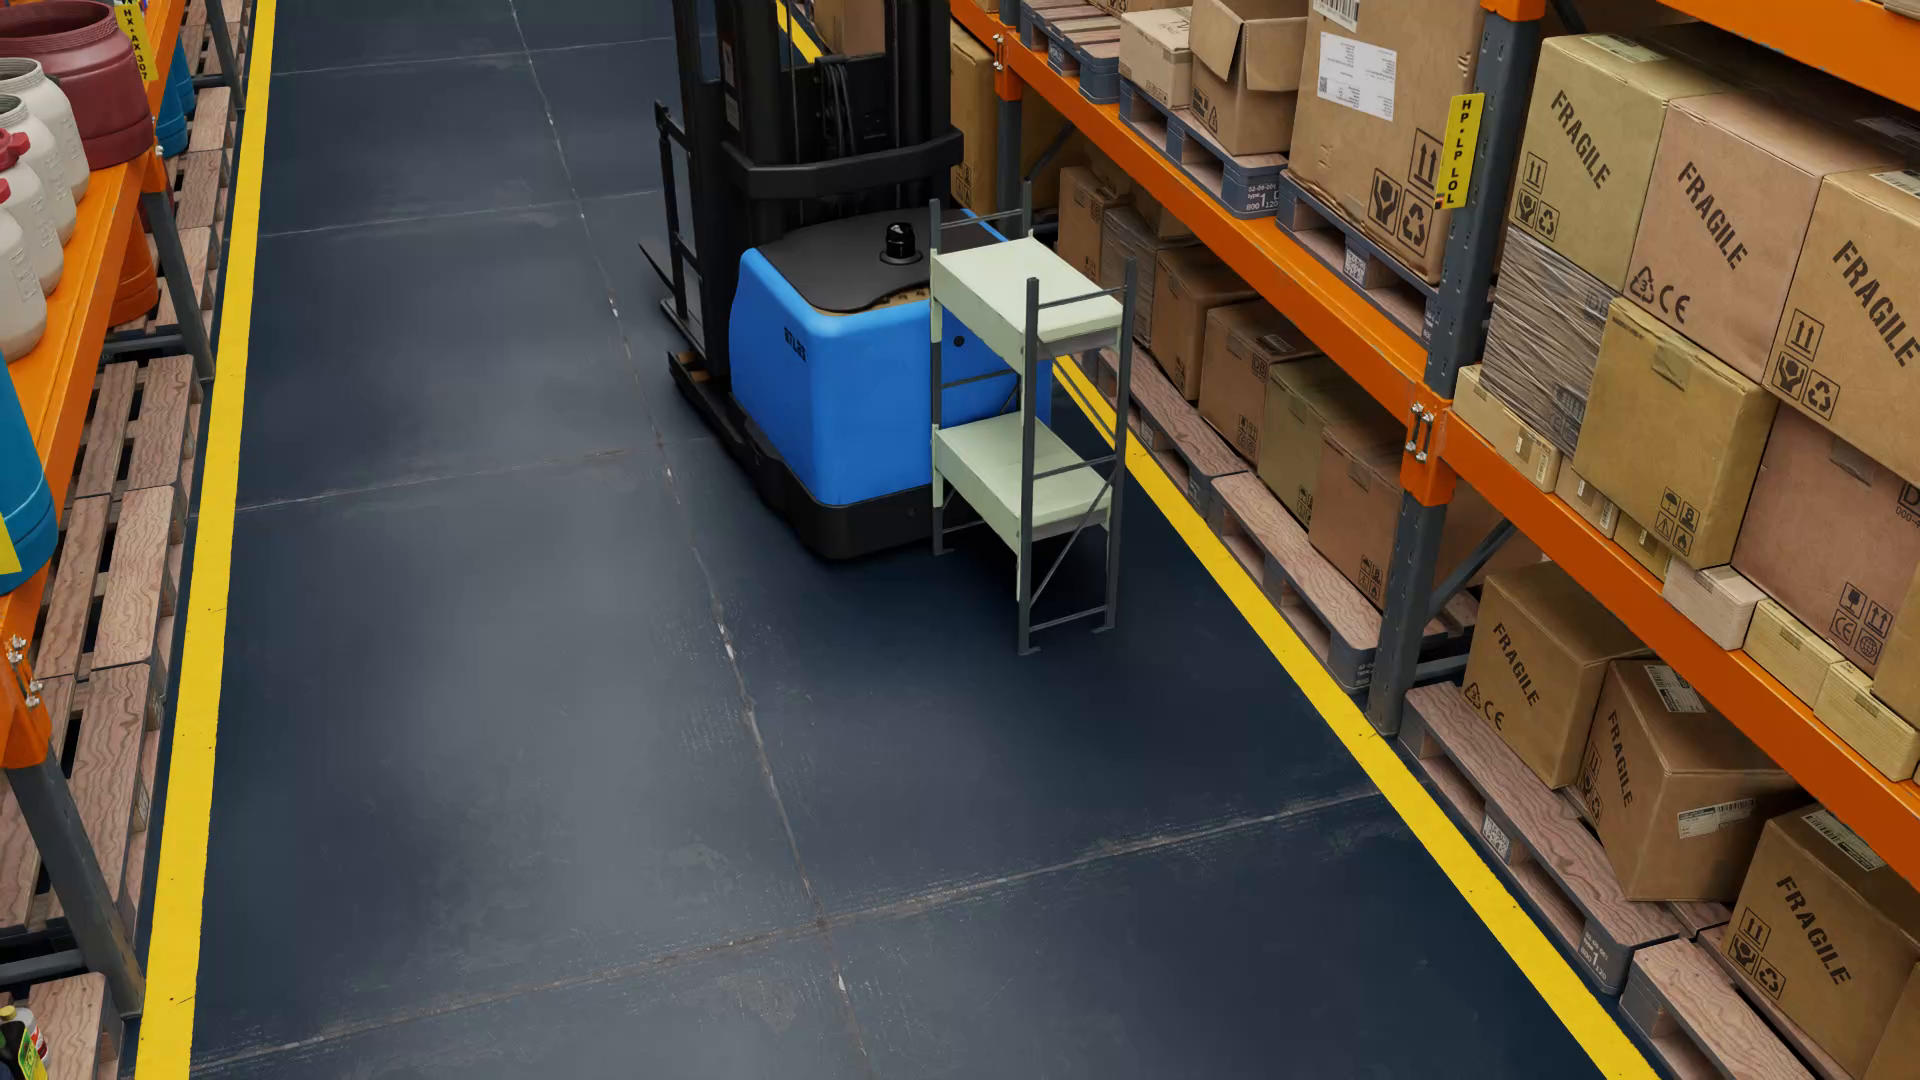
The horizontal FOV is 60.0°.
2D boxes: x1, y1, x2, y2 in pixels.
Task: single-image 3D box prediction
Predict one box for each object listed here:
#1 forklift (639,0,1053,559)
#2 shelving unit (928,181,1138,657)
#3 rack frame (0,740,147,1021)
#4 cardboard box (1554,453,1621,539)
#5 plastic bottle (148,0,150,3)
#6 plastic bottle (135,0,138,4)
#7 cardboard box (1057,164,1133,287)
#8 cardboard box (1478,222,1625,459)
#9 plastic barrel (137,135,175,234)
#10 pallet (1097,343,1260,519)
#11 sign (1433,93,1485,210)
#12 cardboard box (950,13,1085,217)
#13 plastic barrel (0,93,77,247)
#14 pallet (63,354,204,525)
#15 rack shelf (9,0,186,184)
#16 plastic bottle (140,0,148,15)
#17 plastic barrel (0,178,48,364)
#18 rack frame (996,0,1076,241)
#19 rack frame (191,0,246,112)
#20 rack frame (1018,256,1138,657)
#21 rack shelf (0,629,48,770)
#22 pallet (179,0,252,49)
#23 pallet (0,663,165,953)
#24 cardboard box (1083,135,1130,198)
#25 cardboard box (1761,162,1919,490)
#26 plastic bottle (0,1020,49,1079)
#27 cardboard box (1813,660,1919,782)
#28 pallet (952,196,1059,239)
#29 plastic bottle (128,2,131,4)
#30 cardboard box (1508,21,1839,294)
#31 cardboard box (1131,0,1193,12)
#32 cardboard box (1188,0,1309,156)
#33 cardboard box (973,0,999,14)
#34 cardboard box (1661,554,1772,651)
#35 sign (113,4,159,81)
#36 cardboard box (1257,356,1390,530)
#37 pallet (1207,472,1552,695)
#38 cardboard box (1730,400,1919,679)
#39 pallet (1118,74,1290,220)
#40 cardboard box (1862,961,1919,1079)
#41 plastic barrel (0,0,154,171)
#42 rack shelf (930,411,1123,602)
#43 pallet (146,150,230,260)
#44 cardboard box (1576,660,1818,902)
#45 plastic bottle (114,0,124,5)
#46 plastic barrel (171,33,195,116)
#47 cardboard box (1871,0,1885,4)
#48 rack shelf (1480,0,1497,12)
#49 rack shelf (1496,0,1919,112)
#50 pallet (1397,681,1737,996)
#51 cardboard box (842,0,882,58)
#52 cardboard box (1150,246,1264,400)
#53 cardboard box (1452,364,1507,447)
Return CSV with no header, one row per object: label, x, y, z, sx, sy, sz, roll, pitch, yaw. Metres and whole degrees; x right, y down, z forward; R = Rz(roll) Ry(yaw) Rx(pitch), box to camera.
forklift,-0.718,-1.944,7.034,1.130,2.935,3.031,-15,36,-22
shelving unit,0.235,-0.431,6.041,0.431,1.500,0.755,-15,36,-22
rack frame,-2.810,0.148,3.805,1.000,3.000,0.127,-10,35,-15
cardboard box,1.853,-0.156,4.494,0.380,0.149,0.250,-10,35,-15
plastic bottle,-4.277,-2.910,8.545,0.152,0.276,0.135,-10,35,-15
plastic bottle,-4.115,-2.679,8.201,0.097,0.271,0.097,0,33,0
cardboard box,0.911,-1.577,8.284,0.700,0.500,0.500,-12,35,-17
cardboard box,1.986,-0.604,4.583,0.875,0.500,0.500,-10,35,-15
plastic barrel,-4.540,-1.968,8.814,0.600,0.588,0.708,-10,35,-15
pallet,1.293,-0.572,7.423,1.003,0.211,1.213,-10,35,-15
sign,1.380,-1.073,4.602,0.100,0.325,0.005,-10,35,-15
cardboard box,0.497,-2.439,9.267,1.225,0.875,0.875,-12,35,-17
plastic barrel,-3.384,-1.273,5.855,0.421,0.512,0.421,0,33,0
pallet,-3.830,-0.375,7.126,1.003,0.211,1.213,-10,35,-15
rack shelf,-4.640,-2.702,8.771,1.077,0.370,4.000,-10,35,-15
plastic bottle,-4.163,-2.799,8.371,0.061,0.283,0.133,-10,35,-15
plastic barrel,-3.116,-0.833,5.166,0.433,0.535,0.433,0,33,0
rack frame,0.687,-2.785,8.244,1.000,3.000,0.127,-10,35,-15
rack frame,-5.250,-4.052,10.161,1.000,3.000,0.127,-10,35,-15
rack frame,0.396,-0.249,5.767,0.400,1.500,0.023,-15,36,-22
rack shelf,-2.199,1.498,2.414,1.077,0.370,4.000,-10,35,-15
pallet,-5.887,-3.910,12.475,1.003,0.211,1.213,-10,35,-15
pallet,-3.086,0.906,5.188,1.003,0.211,1.213,-10,35,-15
cardboard box,0.920,-1.892,8.080,0.500,0.250,0.500,-9,34,-13
cardboard box,2.108,-0.464,3.464,0.500,0.500,0.500,-10,35,-15
plastic bottle,-2.349,1.295,4.134,0.061,0.283,0.133,-8,34,-12
cardboard box,2.157,0.369,3.699,0.380,0.149,0.250,-10,35,-15
pallet,0.519,-2.048,9.658,1.003,0.211,1.213,-10,35,-15
plastic bottle,-4.045,-2.529,8.037,0.097,0.201,0.097,0,33,0
cardboard box,1.803,-0.989,4.258,0.500,0.500,0.500,-10,35,-15
cardboard box,1.156,-2.449,7.263,0.700,0.500,0.500,-5,34,-8
cardboard box,1.291,-1.798,6.275,0.797,0.503,0.637,-7,34,-10
cardboard box,0.301,-3.044,8.545,0.500,0.500,0.500,-9,35,-13
cardboard box,1.975,0.111,4.088,0.380,0.149,0.250,-10,35,-15
sign,-3.508,-2.116,7.084,0.100,0.325,0.005,-10,35,-15
cardboard box,1.613,-0.405,6.510,0.700,0.500,0.500,-10,35,-15
pallet,1.668,0.070,6.452,1.003,0.211,1.213,-10,35,-15
cardboard box,2.353,-0.090,3.805,0.875,0.500,0.500,-10,35,-15
pallet,1.330,-1.672,6.734,1.003,0.211,1.213,-10,35,-15
cardboard box,2.565,1.312,3.929,0.500,0.500,0.500,-7,34,-10
plastic barrel,-3.600,-1.816,6.654,0.600,0.536,0.708,-10,35,-15
rack shelf,0.235,-0.159,6.221,0.431,0.370,0.720,-15,36,-22
pallet,-4.678,-1.835,9.335,1.003,0.211,1.213,-10,35,-15
cardboard box,2.173,0.699,4.858,0.500,0.500,0.500,0,33,1
plastic bottle,-3.995,-2.425,7.811,0.152,0.276,0.135,-10,35,-15
plastic barrel,-5.100,-3.063,10.187,0.600,0.901,0.708,-10,35,-15
cardboard box,1.967,-1.317,3.438,0.500,0.250,0.500,-10,35,-15
rack shelf,1.297,-2.686,6.026,1.077,0.370,4.000,-10,35,-15
rack shelf,2.517,-0.586,2.848,1.077,0.370,4.000,-10,35,-15
pallet,2.146,0.825,5.310,1.003,0.211,1.213,-10,35,-15
cardboard box,-0.045,-3.372,10.679,1.225,0.875,0.875,-11,35,-16
cardboard box,1.272,-0.992,7.398,0.700,0.500,0.500,-7,34,-11
cardboard box,1.687,-0.416,4.887,0.380,0.149,0.250,-10,35,-15
